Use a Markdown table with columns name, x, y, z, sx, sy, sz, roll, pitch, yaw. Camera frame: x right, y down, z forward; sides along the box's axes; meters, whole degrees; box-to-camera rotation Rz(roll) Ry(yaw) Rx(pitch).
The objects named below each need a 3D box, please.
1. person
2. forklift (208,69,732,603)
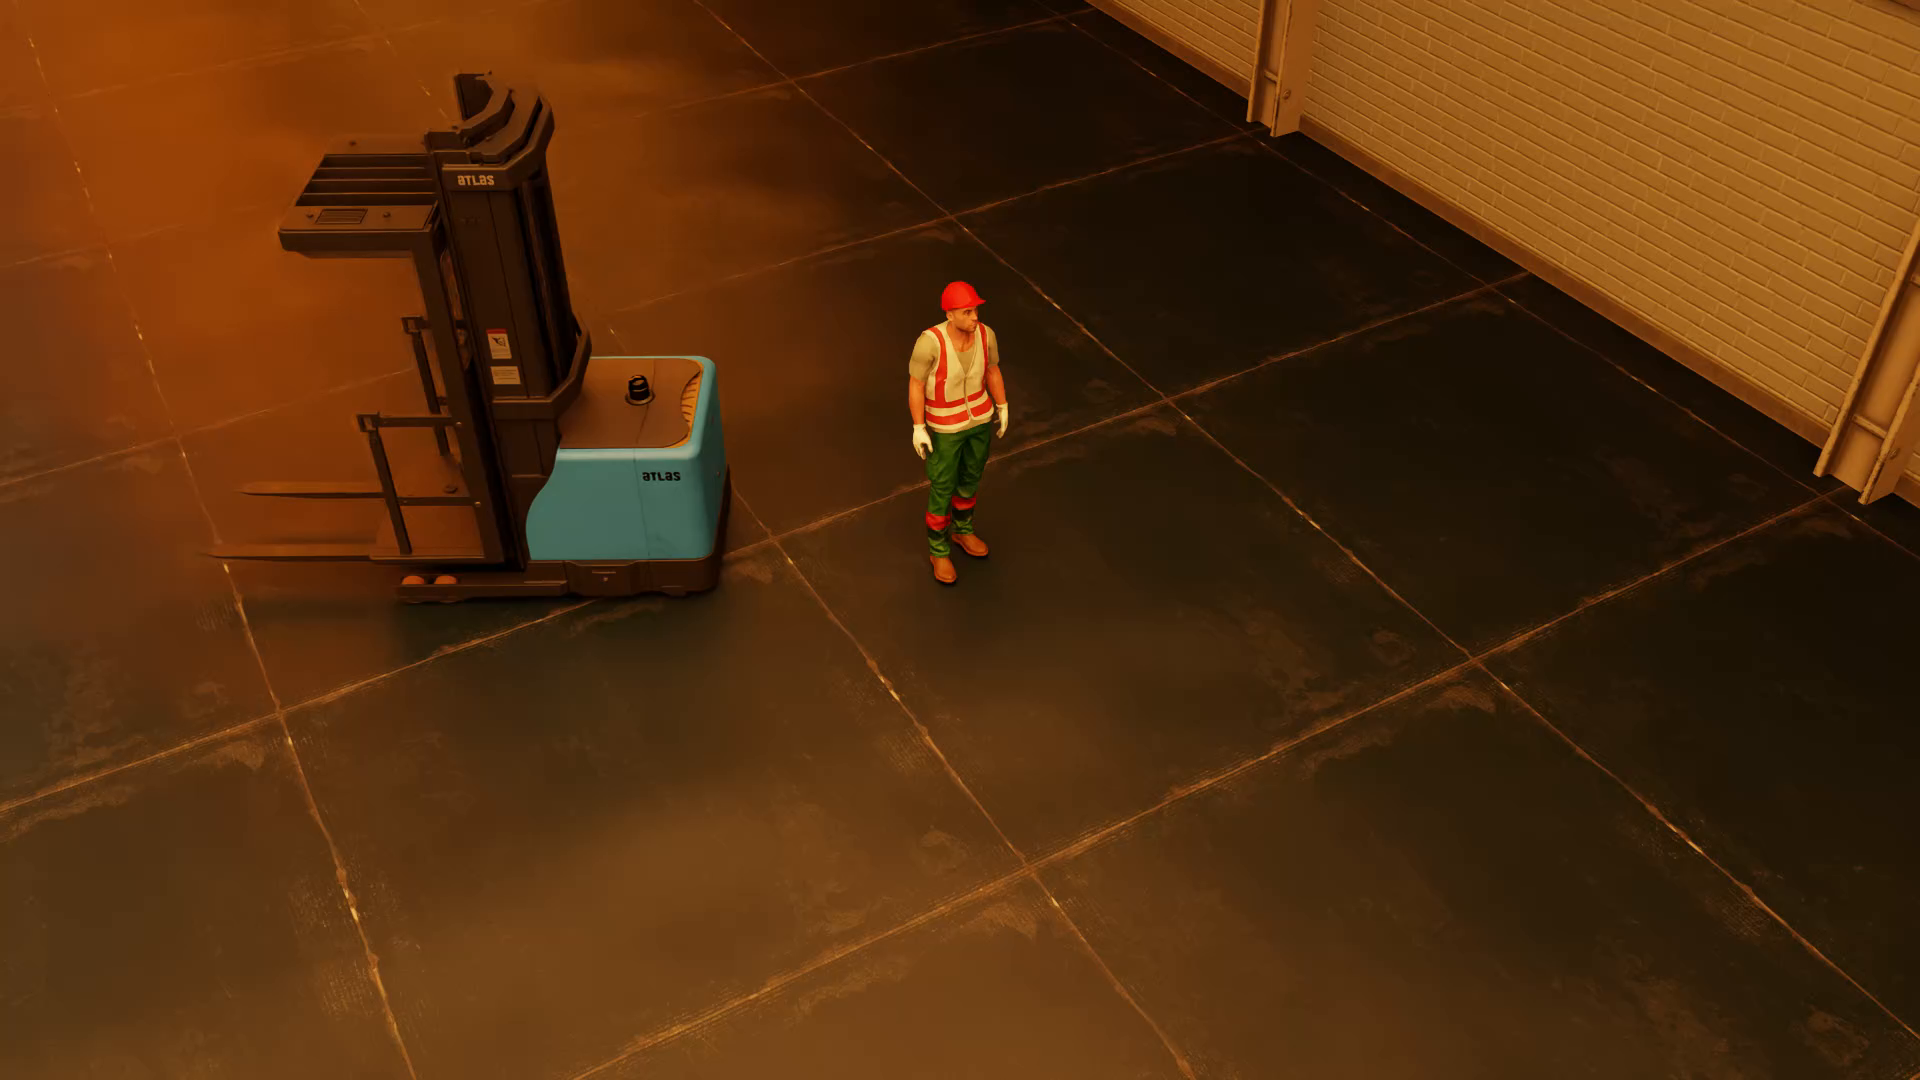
| name | x | y | z | sx | sy | sz | roll | pitch | yaw |
| --- | --- | --- | --- | --- | --- | --- | --- | --- | --- |
| person | 0.031 | -0.646 | 9.699 | 0.638 | 1.789 | 0.562 | -20 | 44 | -23 |
| forklift | -2.962 | -1.094 | 9.355 | 3.031 | 2.935 | 1.130 | 0 | 40 | -1 |
